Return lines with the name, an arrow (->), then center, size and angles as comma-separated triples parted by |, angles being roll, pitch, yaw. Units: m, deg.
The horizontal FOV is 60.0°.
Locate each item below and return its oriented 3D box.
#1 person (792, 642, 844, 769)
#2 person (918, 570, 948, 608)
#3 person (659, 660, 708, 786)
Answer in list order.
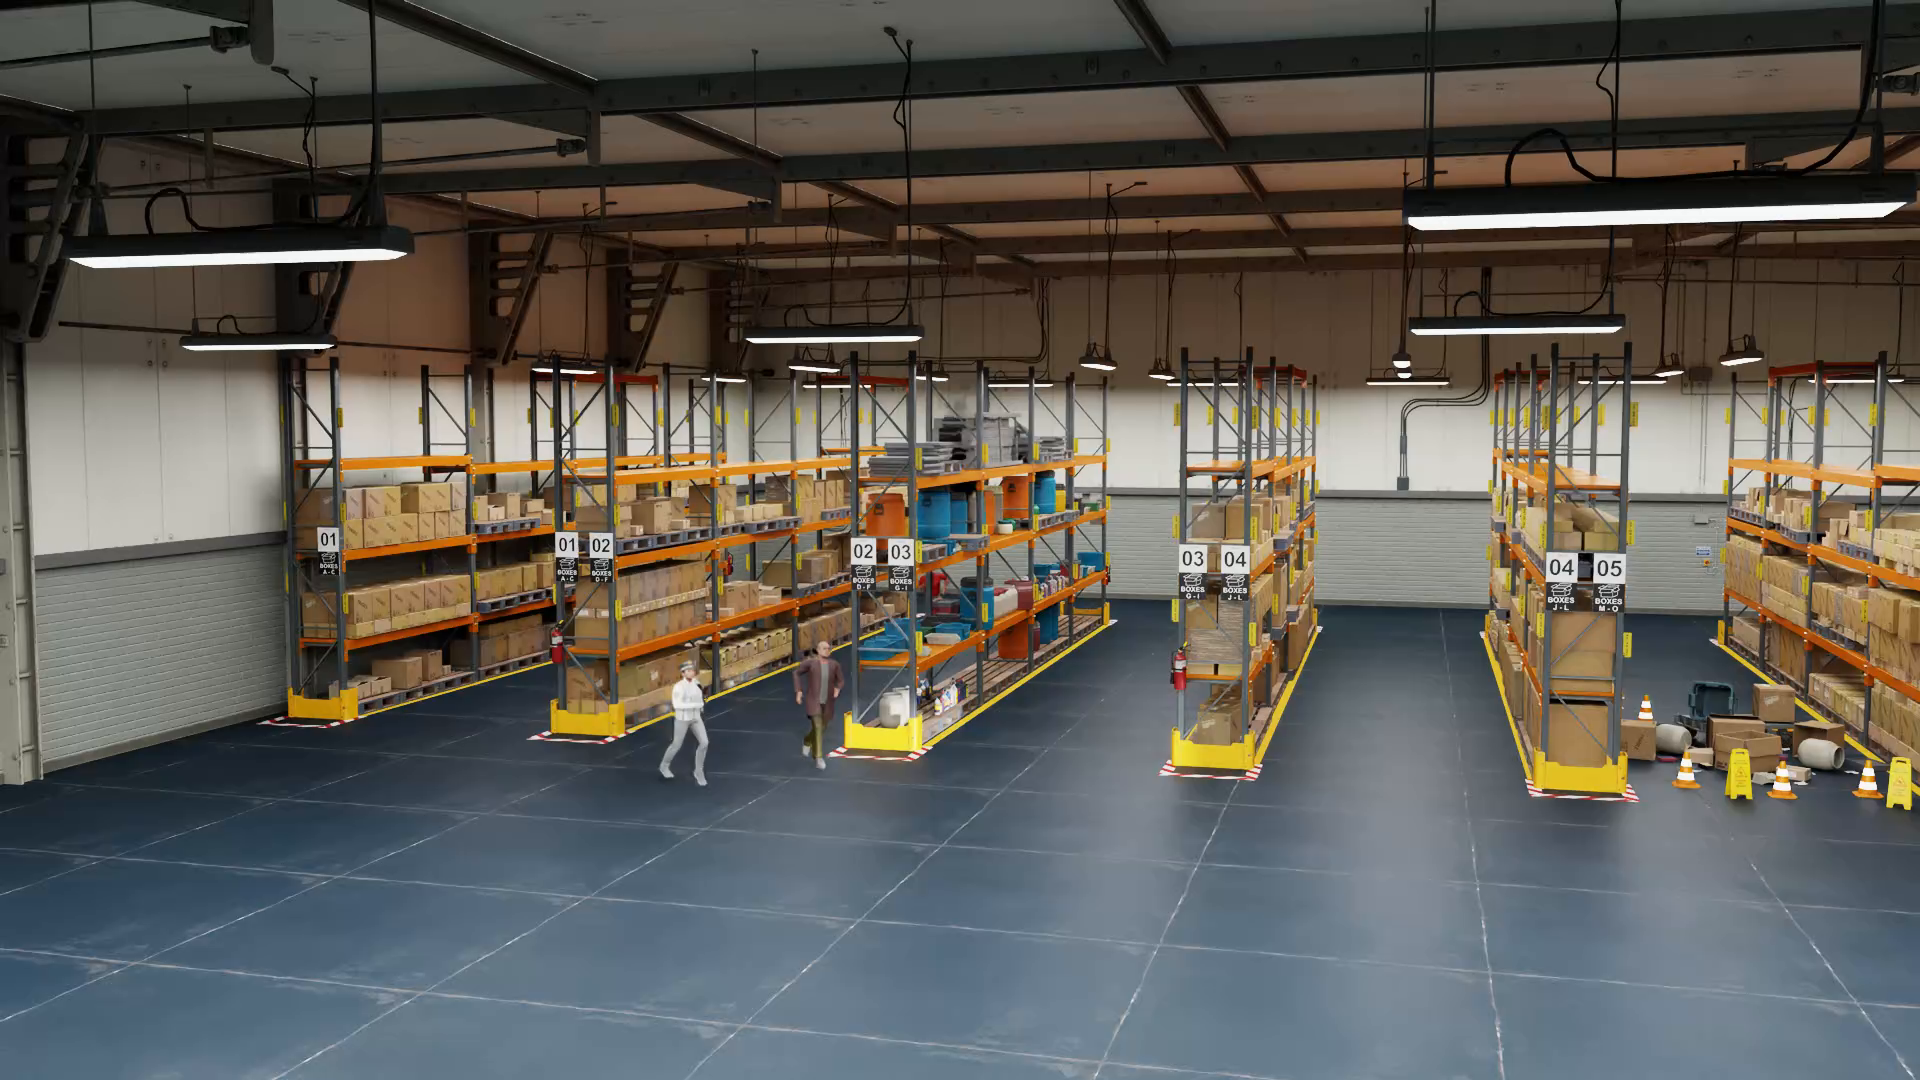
person -> -2.011, 2.367, 24.109 | 0.748, 1.754, 0.918 | -2, 5, -25
person -> -0.624, 1.390, 37.823 | 0.642, 1.710, 0.922 | 1, 4, 14
person -> -3.738, 2.490, 22.782 | 0.873, 1.742, 0.625 | 4, 6, 44
